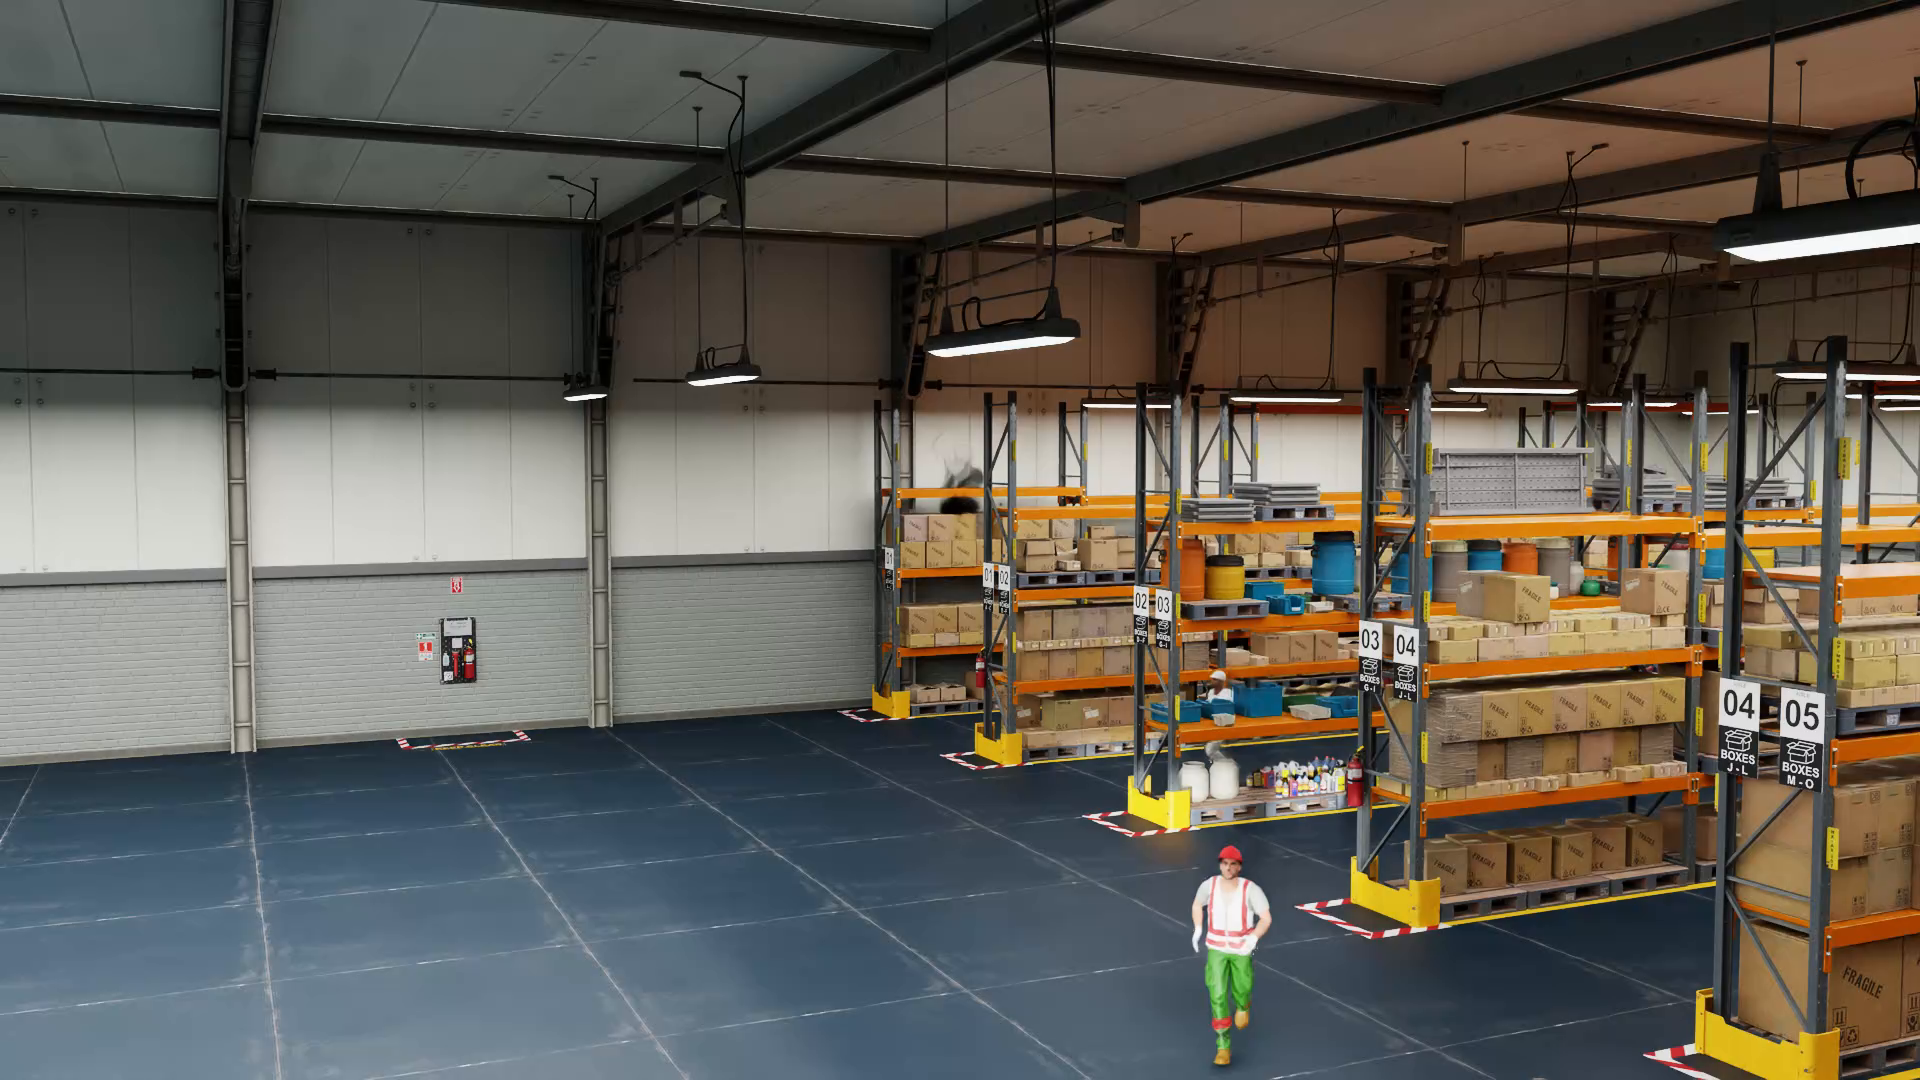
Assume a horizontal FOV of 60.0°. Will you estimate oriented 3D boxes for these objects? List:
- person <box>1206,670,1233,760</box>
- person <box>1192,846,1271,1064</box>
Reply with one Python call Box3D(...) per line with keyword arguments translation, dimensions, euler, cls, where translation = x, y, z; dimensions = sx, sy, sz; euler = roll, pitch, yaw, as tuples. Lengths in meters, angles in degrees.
Box3D(translation=(3.866, 2.829, 25.118), dimensions=(0.577, 1.724, 0.698), euler=(-1, 4, -22), cls="person")
Box3D(translation=(2.281, 3.457, 14.064), dimensions=(0.688, 1.763, 0.832), euler=(1, 3, 18), cls="person")
